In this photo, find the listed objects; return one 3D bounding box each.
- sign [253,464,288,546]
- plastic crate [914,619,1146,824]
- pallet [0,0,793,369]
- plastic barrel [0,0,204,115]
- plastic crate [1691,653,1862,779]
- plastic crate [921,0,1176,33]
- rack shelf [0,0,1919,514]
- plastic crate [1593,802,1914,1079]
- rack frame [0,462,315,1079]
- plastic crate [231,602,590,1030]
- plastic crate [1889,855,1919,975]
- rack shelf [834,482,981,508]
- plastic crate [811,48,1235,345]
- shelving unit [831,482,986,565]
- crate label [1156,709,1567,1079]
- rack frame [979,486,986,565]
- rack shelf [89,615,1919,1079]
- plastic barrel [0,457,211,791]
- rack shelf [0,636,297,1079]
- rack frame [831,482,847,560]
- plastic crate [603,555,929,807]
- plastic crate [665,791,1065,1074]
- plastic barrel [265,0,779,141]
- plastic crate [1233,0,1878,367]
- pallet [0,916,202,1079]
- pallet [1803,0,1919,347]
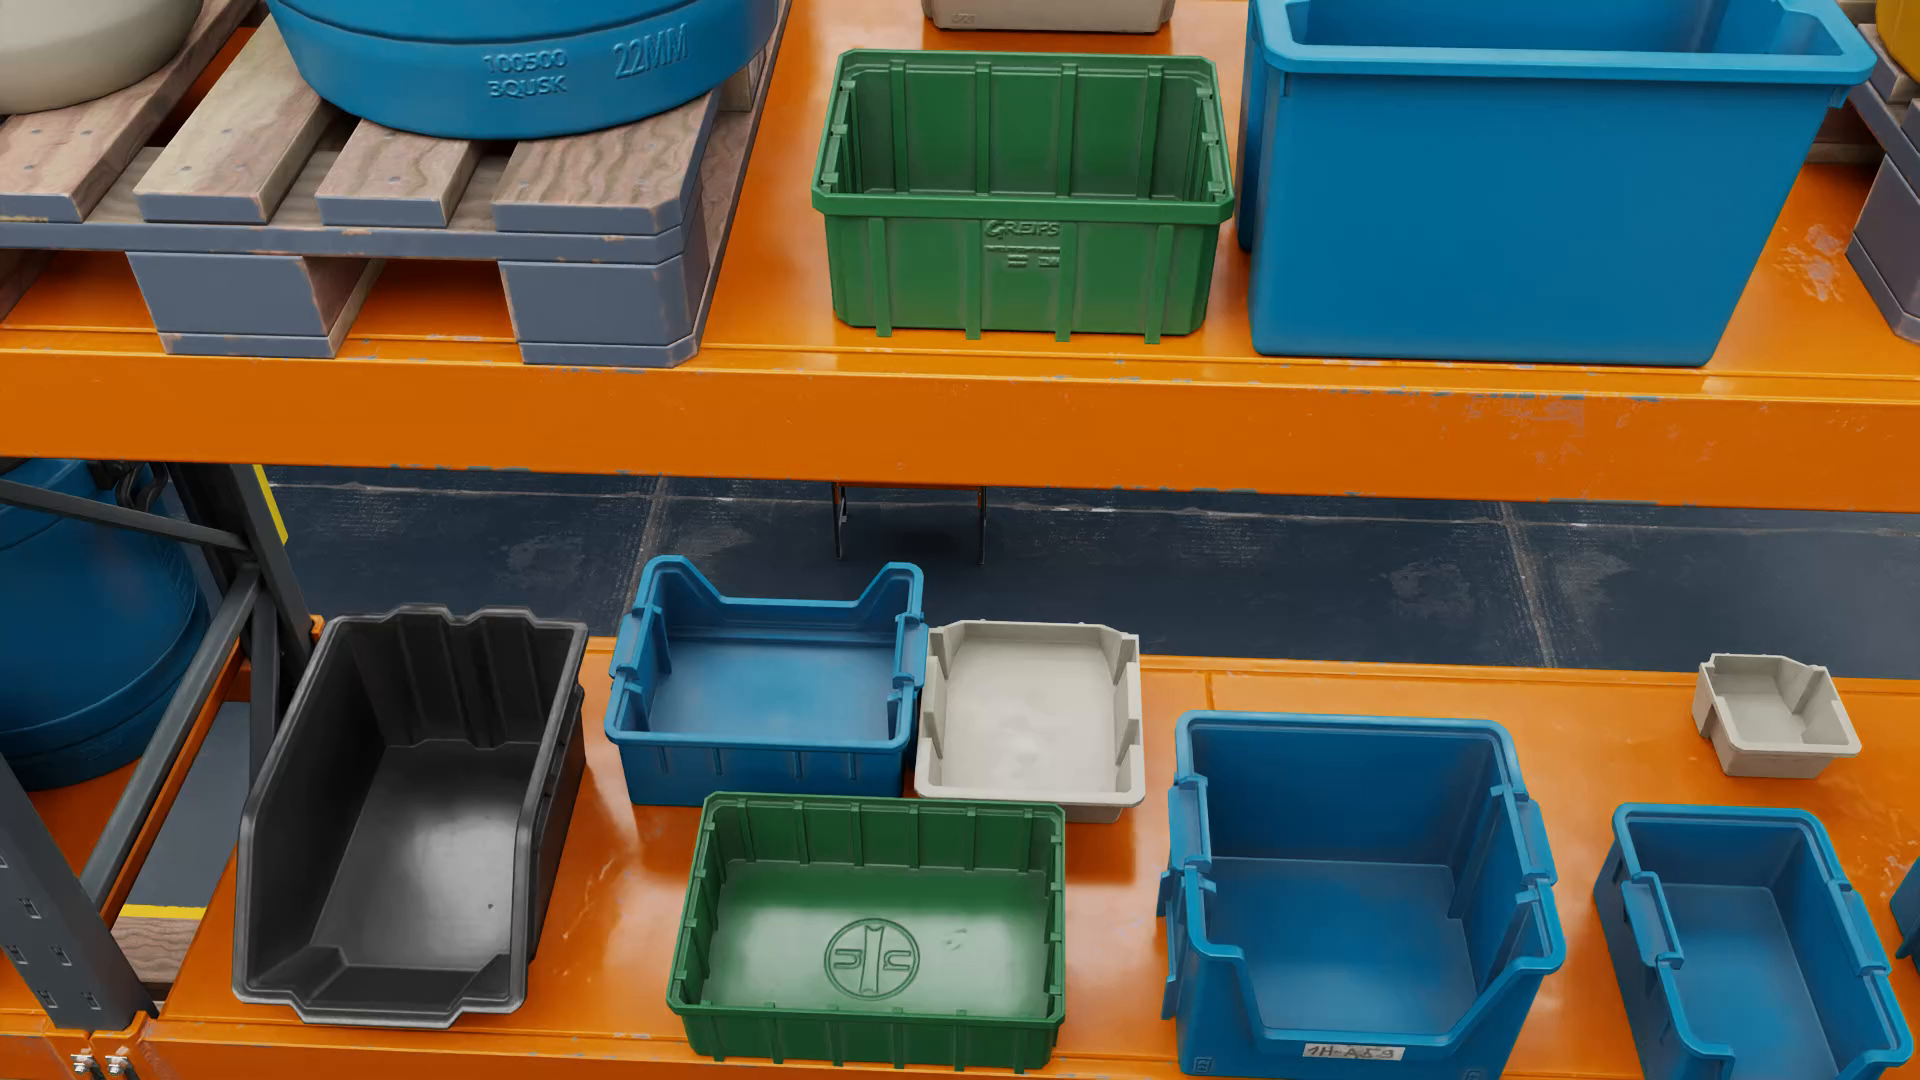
[{"bbox_3d":[-1.456,-0.092,3.445,0.005,0.325,0.100,2,43,2],"label":"sign"},{"bbox_3d":[0.142,0.357,3.359,0.437,0.136,0.530,2,43,2],"label":"plastic crate"},{"bbox_3d":[-0.766,-0.689,2.227,1.003,0.211,1.213,2,43,2],"label":"pallet"},{"bbox_3d":[-1.070,-0.762,1.776,0.421,0.512,0.421,0,43,0],"label":"plastic barrel"},{"bbox_3d":[1.625,0.356,3.360,0.250,0.136,0.298,2,43,2],"label":"plastic crate"},{"bbox_3d":[0.130,-0.844,2.448,0.396,0.136,0.243,2,43,2],"label":"plastic crate"},{"bbox_3d":[0.507,-0.389,2.295,4.000,0.370,1.077,2,43,2],"label":"rack shelf"},{"bbox_3d":[1.343,0.725,2.880,0.408,0.251,0.499,2,43,2],"label":"plastic crate"},{"bbox_3d":[-1.491,0.384,3.138,0.127,3.000,1.000,2,43,2],"label":"rack frame"},{"bbox_3d":[-0.974,0.509,3.049,0.504,0.338,0.767,2,43,2],"label":"plastic crate"},{"bbox_3d":[1.991,0.749,2.854,0.616,0.251,0.499,2,43,2],"label":"plastic crate"},{"bbox_3d":[-0.165,-0.250,5.528,0.480,0.148,0.258,2,43,2],"label":"rack shelf"},{"bbox_3d":[0.073,-0.403,1.936,0.450,0.188,0.336,2,43,2],"label":"plastic crate"},{"bbox_3d":[-0.165,-0.444,5.346,0.503,1.200,0.258,2,43,2],"label":"shelving unit"},{"bbox_3d":[0.654,0.621,2.857,0.616,0.435,0.502,2,43,2],"label":"crate label"},{"bbox_3d":[0.078,-0.437,5.338,0.015,1.200,0.240,2,43,2],"label":"rack frame"},{"bbox_3d":[0.507,0.708,3.317,4.000,0.370,1.077,2,43,2],"label":"rack shelf"},{"bbox_3d":[-1.864,-0.018,3.201,0.708,0.901,0.600,2,43,2],"label":"plastic barrel"},{"bbox_3d":[-3.489,0.585,3.449,4.000,0.370,1.077,2,43,2],"label":"rack shelf"},{"bbox_3d":[-0.409,-0.452,5.355,0.015,1.200,0.240,2,43,2],"label":"rack frame"},{"bbox_3d":[-0.374,0.287,3.350,0.616,0.251,0.499,2,43,2],"label":"plastic crate"},{"bbox_3d":[-0.148,0.695,2.959,0.662,0.188,0.450,2,43,2],"label":"plastic crate"},{"bbox_3d":[-0.502,-0.948,1.690,0.708,0.901,0.600,2,43,2],"label":"plastic barrel"},{"bbox_3d":[0.586,-0.439,1.832,0.575,0.384,0.392,2,43,2],"label":"plastic crate"},{"bbox_3d":[-2.278,1.406,4.086,1.213,0.211,1.003,2,43,2],"label":"pallet"},{"bbox_3d":[1.682,-0.614,2.147,1.213,0.211,1.003,2,43,2],"label":"pallet"}]
